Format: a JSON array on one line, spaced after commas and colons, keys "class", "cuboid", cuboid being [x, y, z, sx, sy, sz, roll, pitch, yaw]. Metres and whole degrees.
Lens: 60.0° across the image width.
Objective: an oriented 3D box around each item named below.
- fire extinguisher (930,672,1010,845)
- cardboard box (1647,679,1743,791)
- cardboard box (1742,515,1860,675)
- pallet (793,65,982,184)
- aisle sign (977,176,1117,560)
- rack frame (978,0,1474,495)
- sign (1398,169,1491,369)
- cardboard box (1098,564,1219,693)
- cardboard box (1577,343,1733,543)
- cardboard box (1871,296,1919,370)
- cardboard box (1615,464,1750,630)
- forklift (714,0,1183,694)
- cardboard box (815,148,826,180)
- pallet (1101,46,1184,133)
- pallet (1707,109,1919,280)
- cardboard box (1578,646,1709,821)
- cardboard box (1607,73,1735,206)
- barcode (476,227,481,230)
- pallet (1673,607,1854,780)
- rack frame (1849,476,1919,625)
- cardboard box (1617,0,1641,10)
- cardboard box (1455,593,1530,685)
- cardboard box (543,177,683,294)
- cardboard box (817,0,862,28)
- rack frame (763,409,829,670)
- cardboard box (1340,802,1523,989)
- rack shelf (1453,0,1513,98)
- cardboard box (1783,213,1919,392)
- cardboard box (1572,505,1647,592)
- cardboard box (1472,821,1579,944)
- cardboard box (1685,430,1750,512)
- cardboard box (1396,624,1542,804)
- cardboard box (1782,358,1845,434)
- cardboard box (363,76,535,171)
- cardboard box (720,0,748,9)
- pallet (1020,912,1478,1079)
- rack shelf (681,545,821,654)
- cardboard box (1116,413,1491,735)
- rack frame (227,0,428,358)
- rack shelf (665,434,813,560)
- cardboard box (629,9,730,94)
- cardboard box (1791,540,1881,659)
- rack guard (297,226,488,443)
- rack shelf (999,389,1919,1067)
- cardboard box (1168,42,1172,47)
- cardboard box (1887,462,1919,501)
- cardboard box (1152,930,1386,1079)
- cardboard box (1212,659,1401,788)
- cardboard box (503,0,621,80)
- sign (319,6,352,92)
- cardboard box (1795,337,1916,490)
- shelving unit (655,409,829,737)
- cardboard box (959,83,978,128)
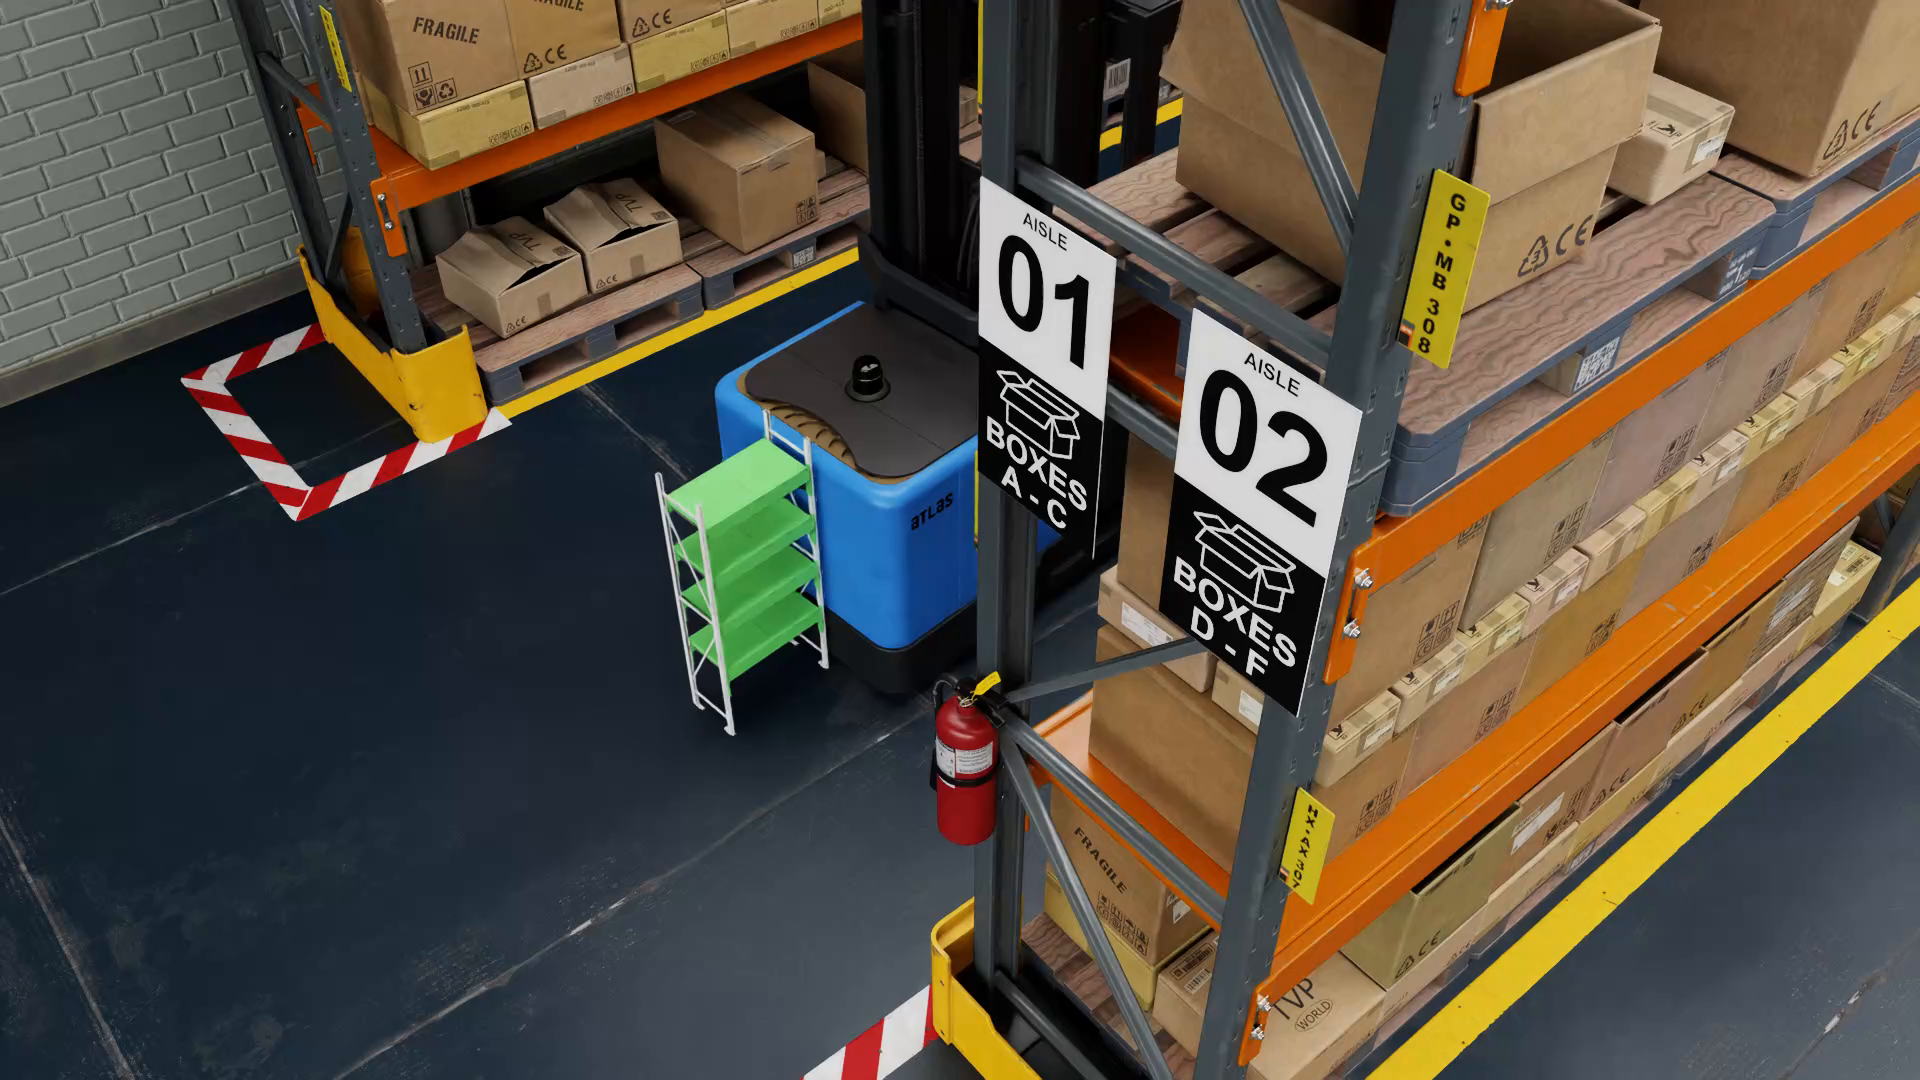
[{"class": "fire extinguisher", "cuboid": [0.019, 0.562, 4.518, 0.183, 0.674, 0.296, -30, 51, -28]}, {"class": "cardboard box", "cuboid": [2.496, 0.578, 6.145, 0.500, 0.250, 0.500, -30, 51, -28]}, {"class": "cardboard box", "cuboid": [2.869, 0.076, 6.132, 0.500, 0.500, 0.500, -30, 51, -28]}, {"class": "pallet", "cuboid": [-0.198, -2.301, 9.546, 1.213, 0.211, 1.003, -30, 51, -28]}, {"class": "aisle sign", "cuboid": [0.169, -0.348, 3.530, 0.004, 0.787, 0.394, -30, 51, -28]}, {"class": "rack frame", "cuboid": [0.408, -1.461, 2.233, 0.127, 3.000, 1.000, -30, 51, -28]}, {"class": "sign", "cuboid": [0.759, -0.421, 2.620, 0.005, 0.325, 0.100, -30, 51, -28]}, {"class": "cardboard box", "cuboid": [0.579, 0.185, 4.316, 0.250, 0.149, 0.380, -31, 51, -28]}, {"class": "cardboard box", "cuboid": [1.601, -0.461, 4.529, 0.500, 0.500, 0.700, -30, 51, -28]}, {"class": "cardboard box", "cuboid": [2.814, -0.733, 5.292, 0.250, 0.149, 0.380, -30, 51, -28]}, {"class": "cardboard box", "cuboid": [1.960, -0.191, 5.189, 0.500, 0.500, 0.700, -28, 50, -27]}, {"class": "forklift", "cuboid": [0.441, -1.373, 6.571, 1.130, 2.935, 3.031, 34, 53, 31]}, {"class": "cardboard box", "cuboid": [-0.945, -2.060, 9.014, 0.250, 0.149, 0.380, -34, 53, -31]}, {"class": "pallet", "cuboid": [0.891, -2.957, 10.245, 1.213, 0.211, 1.003, -30, 51, -28]}, {"class": "pallet", "cuboid": [1.903, -1.172, 4.180, 1.213, 0.211, 1.003, -30, 51, -28]}, {"class": "cardboard box", "cuboid": [2.114, 0.525, 5.654, 0.500, 0.500, 0.500, -30, 51, -28]}, {"class": "cardboard box", "cuboid": [1.423, -0.905, 3.606, 0.250, 0.149, 0.380, -30, 51, -28]}, {"class": "barcode", "cuboid": [-2.428, -1.533, 8.327, 0.075, 0.075, 0.001, -30, 51, -28]}, {"class": "pallet", "cuboid": [2.839, 0.312, 6.763, 1.213, 0.211, 1.003, -30, 51, -28]}, {"class": "rack frame", "cuboid": [3.476, -1.032, 6.157, 0.127, 3.000, 1.000, -30, 51, -28]}, {"class": "cardboard box", "cuboid": [1.548, -1.428, 4.045, 0.500, 0.311, 0.500, -24, 48, -23]}, {"class": "cardboard box", "cuboid": [1.240, 0.167, 4.334, 0.250, 0.149, 0.380, -30, 51, -28]}, {"class": "cardboard box", "cuboid": [-1.748, -1.562, 8.364, 0.500, 0.311, 0.500, -26, 49, -25]}, {"class": "cardboard box", "cuboid": [-0.637, -2.773, 8.107, 0.500, 0.250, 0.500, -30, 51, -28]}, {"class": "rack frame", "cuboid": [-0.619, 0.025, 6.345, 0.240, 1.200, 0.015, 34, 53, 31]}, {"class": "cardboard box", "cuboid": [1.344, 0.962, 5.189, 0.500, 0.500, 0.500, -30, 51, -28]}, {"class": "rack shelf", "cuboid": [1.942, -1.932, 3.551, 4.000, 0.370, 1.077, -30, 51, -28]}, {"class": "cardboard box", "cuboid": [2.368, -0.900, 4.997, 0.500, 0.500, 0.700, -30, 51, -28]}, {"class": "cardboard box", "cuboid": [1.638, -0.061, 4.577, 0.250, 0.149, 0.380, -32, 52, -29]}, {"class": "cardboard box", "cuboid": [1.727, 1.015, 5.680, 0.500, 0.250, 0.500, -30, 51, -28]}, {"class": "cardboard box", "cuboid": [2.026, -0.282, 4.812, 0.250, 0.149, 0.380, -29, 51, -28]}, {"class": "cardboard box", "cuboid": [1.174, 0.257, 4.712, 0.500, 0.500, 0.700, -28, 50, -27]}, {"class": "cardboard box", "cuboid": [2.430, -0.516, 5.061, 0.250, 0.149, 0.380, -28, 50, -27]}, {"class": "cardboard box", "cuboid": [-2.195, -1.874, 7.150, 0.500, 0.250, 0.500, -31, 51, -29]}, {"class": "cardboard box", "cuboid": [-1.040, -2.821, 7.609, 0.500, 0.500, 0.500, -28, 50, -27]}, {"class": "pallet", "cuboid": [0.967, 1.384, 5.622, 1.213, 0.211, 1.003, -30, 51, -28]}, {"class": "rack shelf", "cuboid": [-0.790, 0.190, 6.263, 0.258, 0.148, 0.480, 34, 53, 31]}, {"class": "cardboard box", "cuboid": [0.815, -0.006, 4.044, 0.500, 0.500, 0.700, -30, 51, -28]}, {"class": "rack frame", "cuboid": [-2.773, -1.874, 7.055, 0.127, 3.000, 1.000, -30, 51, -28]}, {"class": "rack shelf", "cuboid": [-0.791, -0.159, 5.934, 0.258, 0.148, 0.480, 34, 53, 31]}, {"class": "cardboard box", "cuboid": [-1.412, -2.331, 7.635, 0.500, 0.250, 0.500, -31, 51, -28]}, {"class": "cardboard box", "cuboid": [3.260, 0.136, 6.616, 0.500, 0.250, 0.500, -30, 51, -28]}, {"class": "rack guard", "cuboid": [-2.715, -0.996, 7.946, 0.348, 0.500, 1.175, -30, 51, -28]}, {"class": "rack shelf", "cuboid": [1.942, 0.109, 5.468, 4.000, 0.370, 1.077, -30, 51, -28]}, {"class": "cardboard box", "cuboid": [1.213, -3.466, 10.254, 0.500, 0.500, 0.700, -31, 51, -29]}, {"class": "cardboard box", "cuboid": [3.953, -0.438, 6.817, 0.500, 0.311, 0.500, -30, 51, -28]}, {"class": "cardboard box", "cuboid": [0.962, 1.456, 5.211, 0.500, 0.250, 0.500, -30, 51, -28]}, {"class": "cardboard box", "cuboid": [0.847, 0.393, 4.093, 0.250, 0.149, 0.380, -30, 51, -28]}, {"class": "cardboard box", "cuboid": [-1.829, -2.364, 7.123, 0.500, 0.500, 0.500, -30, 51, -28]}, {"class": "sign", "cuboid": [-2.425, -1.905, 6.455, 0.005, 0.325, 0.100, -30, 51, -28]}, {"class": "cardboard box", "cuboid": [2.739, -0.635, 5.662, 0.500, 0.500, 0.700, -30, 51, -28]}, {"class": "shelving unit", "cuboid": [-0.791, 0.144, 6.219, 0.258, 1.200, 0.503, 34, 53, 31]}, {"class": "cardboard box", "cuboid": [-0.096, -2.508, 9.478, 0.380, 0.166, 0.250, 32, 52, 30]}]
